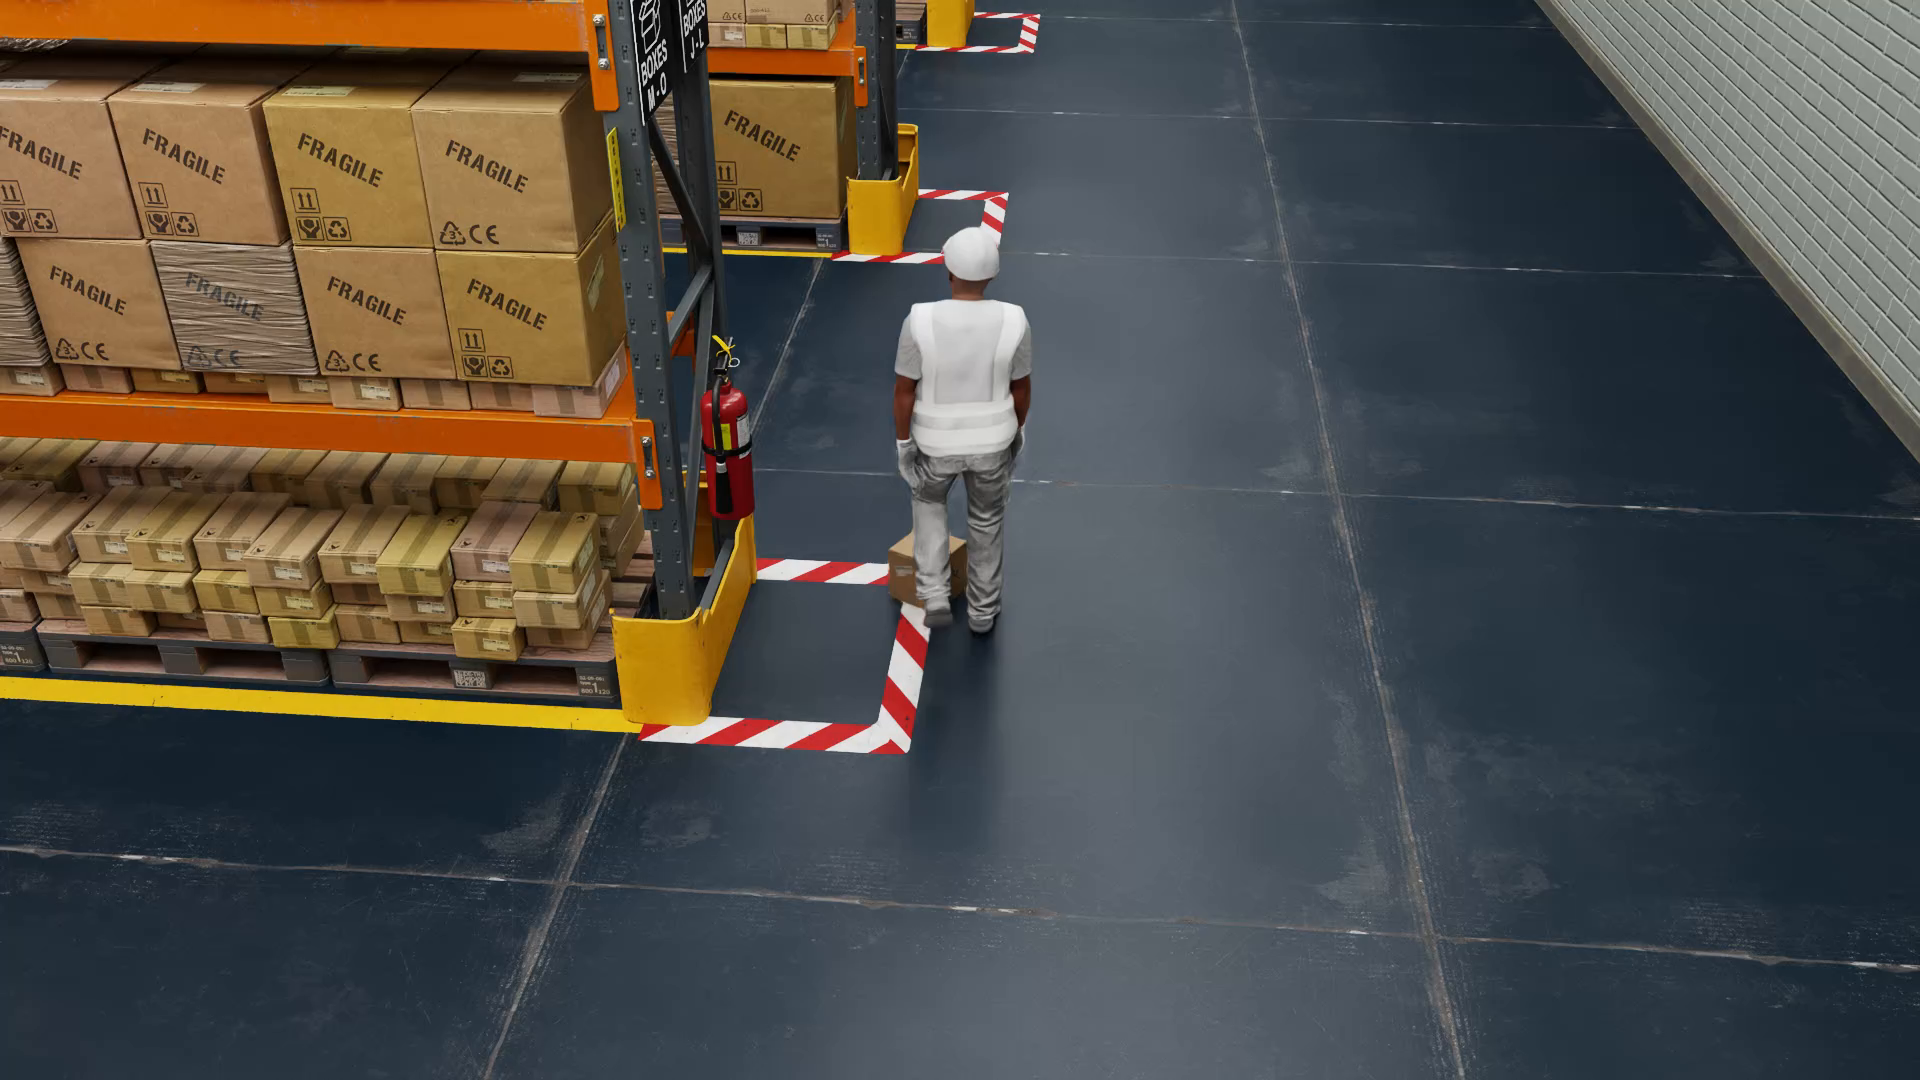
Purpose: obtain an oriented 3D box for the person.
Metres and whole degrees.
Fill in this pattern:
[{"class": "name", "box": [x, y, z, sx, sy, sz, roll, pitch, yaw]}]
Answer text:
[{"class": "person", "box": [0.012, -0.403, 6.729, 0.557, 1.779, 0.492, 0, 32, -1]}]
